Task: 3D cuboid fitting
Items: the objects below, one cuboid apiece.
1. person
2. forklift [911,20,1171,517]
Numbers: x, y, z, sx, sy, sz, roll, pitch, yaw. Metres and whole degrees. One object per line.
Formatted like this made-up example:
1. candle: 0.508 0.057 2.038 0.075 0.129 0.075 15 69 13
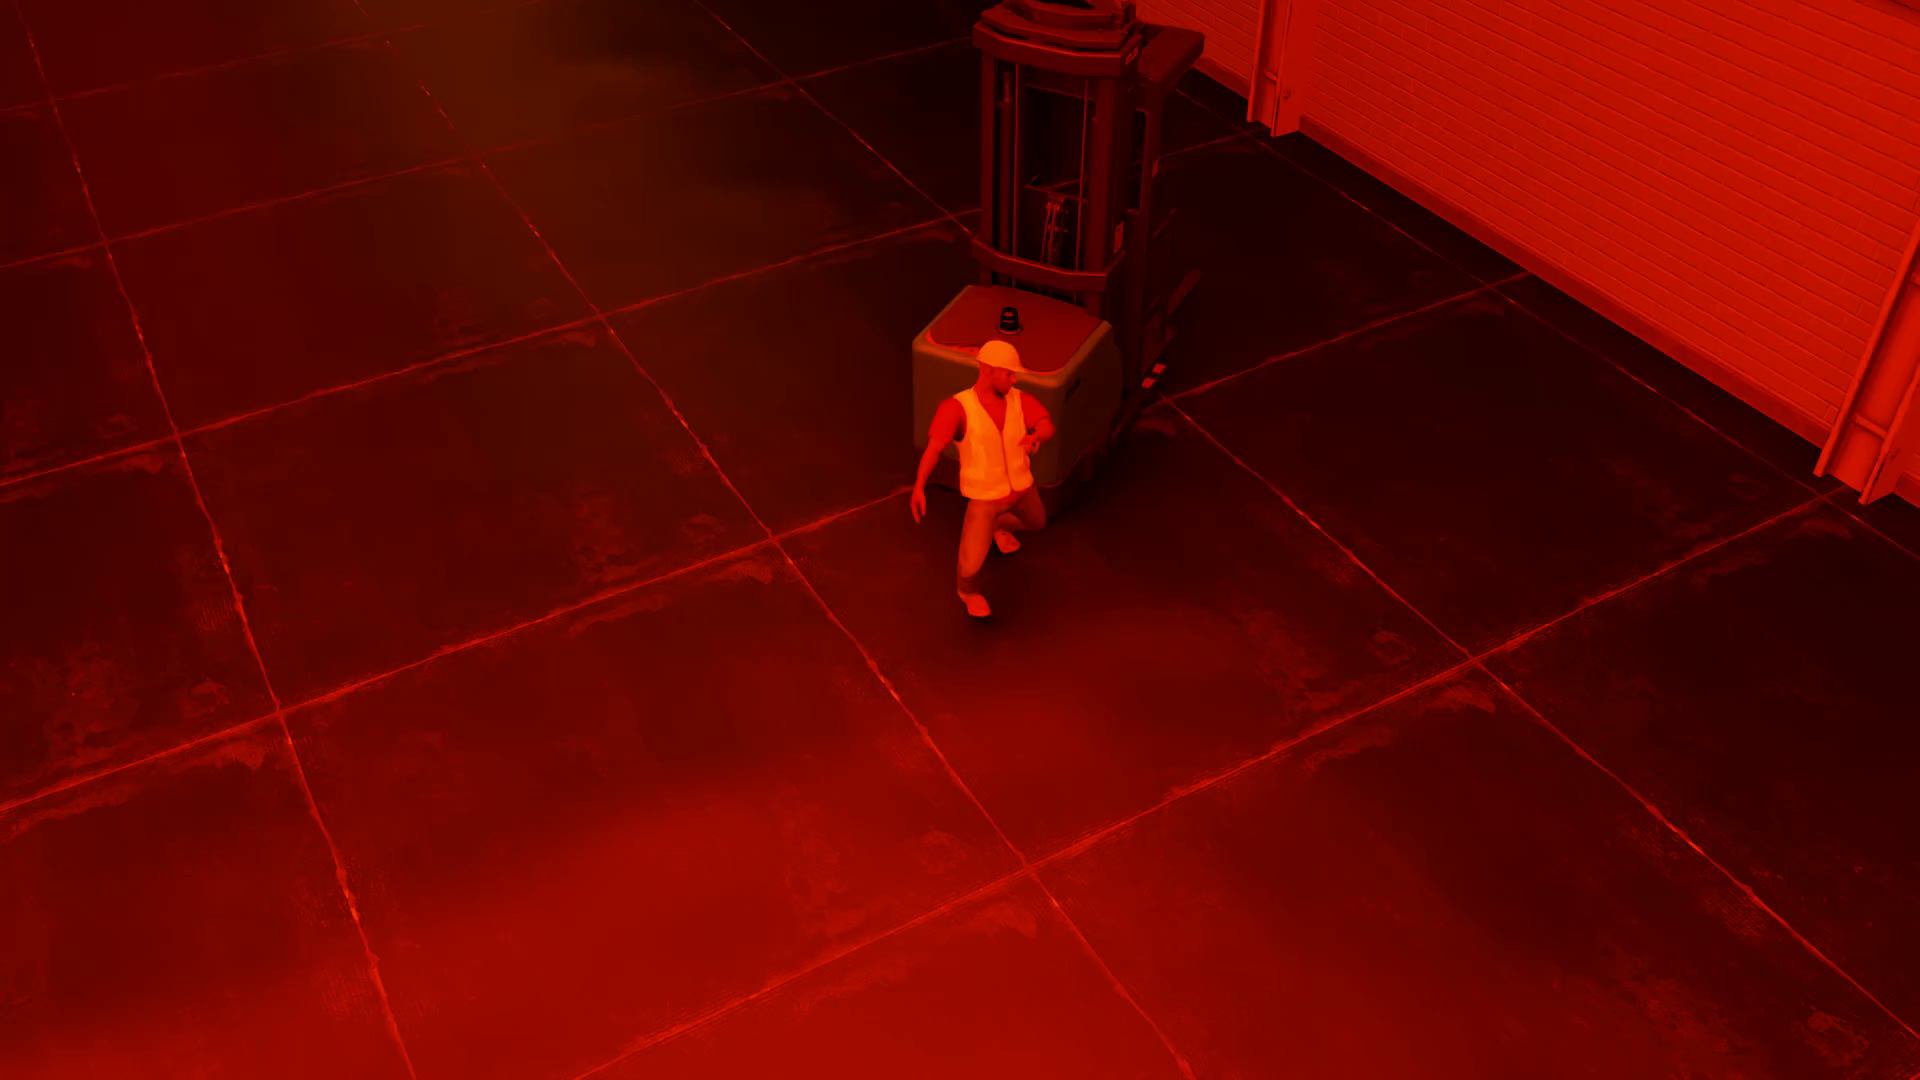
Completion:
1. person: 0.111 -0.259 9.401 0.959 1.548 0.827 -25 46 -27
2. forklift: 0.565 -1.861 10.348 1.129 2.843 1.939 18 43 21
